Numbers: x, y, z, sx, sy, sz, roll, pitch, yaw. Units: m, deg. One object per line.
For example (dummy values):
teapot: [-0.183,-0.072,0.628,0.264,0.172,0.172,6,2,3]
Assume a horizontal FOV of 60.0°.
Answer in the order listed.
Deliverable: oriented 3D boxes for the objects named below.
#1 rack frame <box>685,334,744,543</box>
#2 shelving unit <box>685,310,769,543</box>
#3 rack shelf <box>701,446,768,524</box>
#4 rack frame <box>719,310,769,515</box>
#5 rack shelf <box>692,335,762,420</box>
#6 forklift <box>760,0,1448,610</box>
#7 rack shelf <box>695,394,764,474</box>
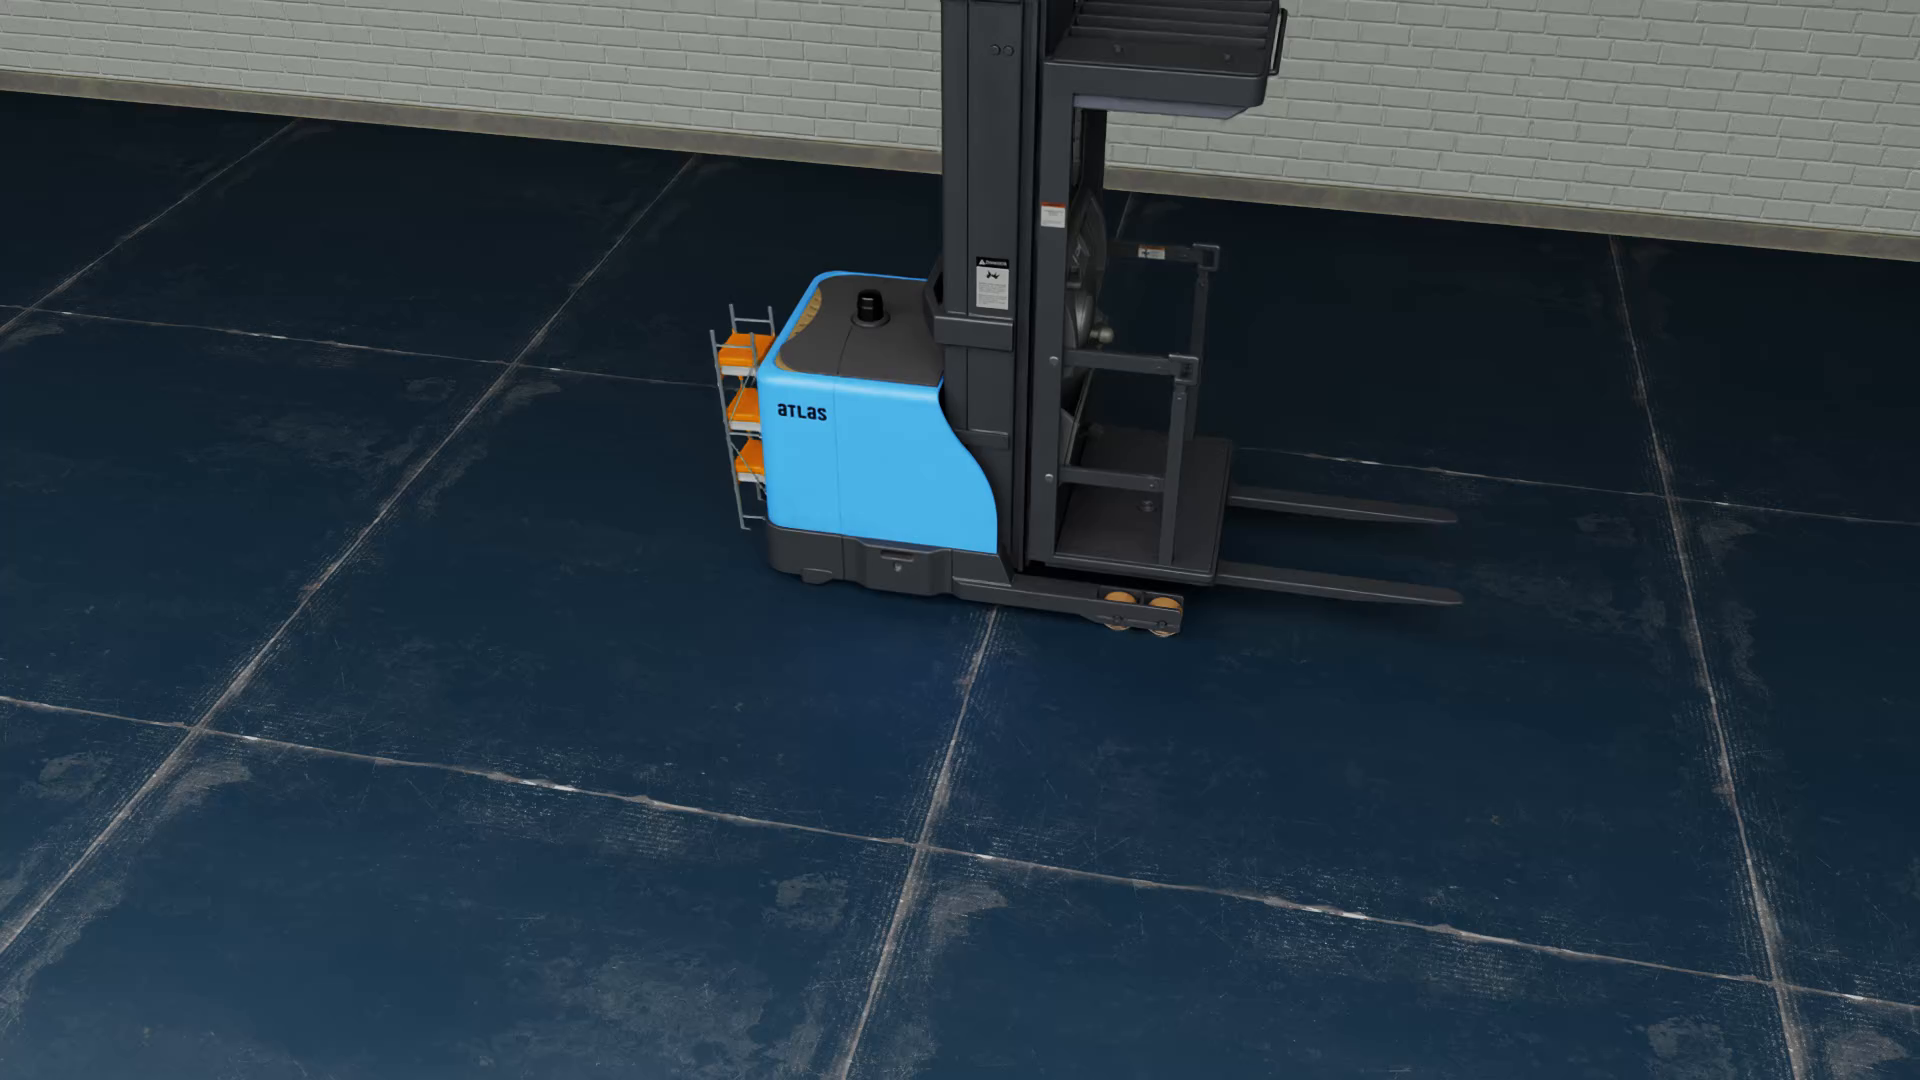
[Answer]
rack frame: [-1.097,-0.440,7.462,0.200,1.050,0.008,18,40,23]
shelving unit: [-1.038,-0.503,7.548,0.215,1.050,0.252,18,40,23]
rack shelf: [-1.036,-0.270,7.718,0.215,0.259,0.240,18,40,23]
rack frame: [-0.978,-0.566,7.633,0.200,1.050,0.008,18,40,23]
rack shelf: [-1.039,-0.723,7.386,0.215,0.259,0.240,18,40,23]
forklift: [0.660,-1.212,6.925,3.031,2.935,1.130,-2,36,-3]
rack shelf: [-1.038,-0.494,7.554,0.215,0.259,0.240,18,40,23]
